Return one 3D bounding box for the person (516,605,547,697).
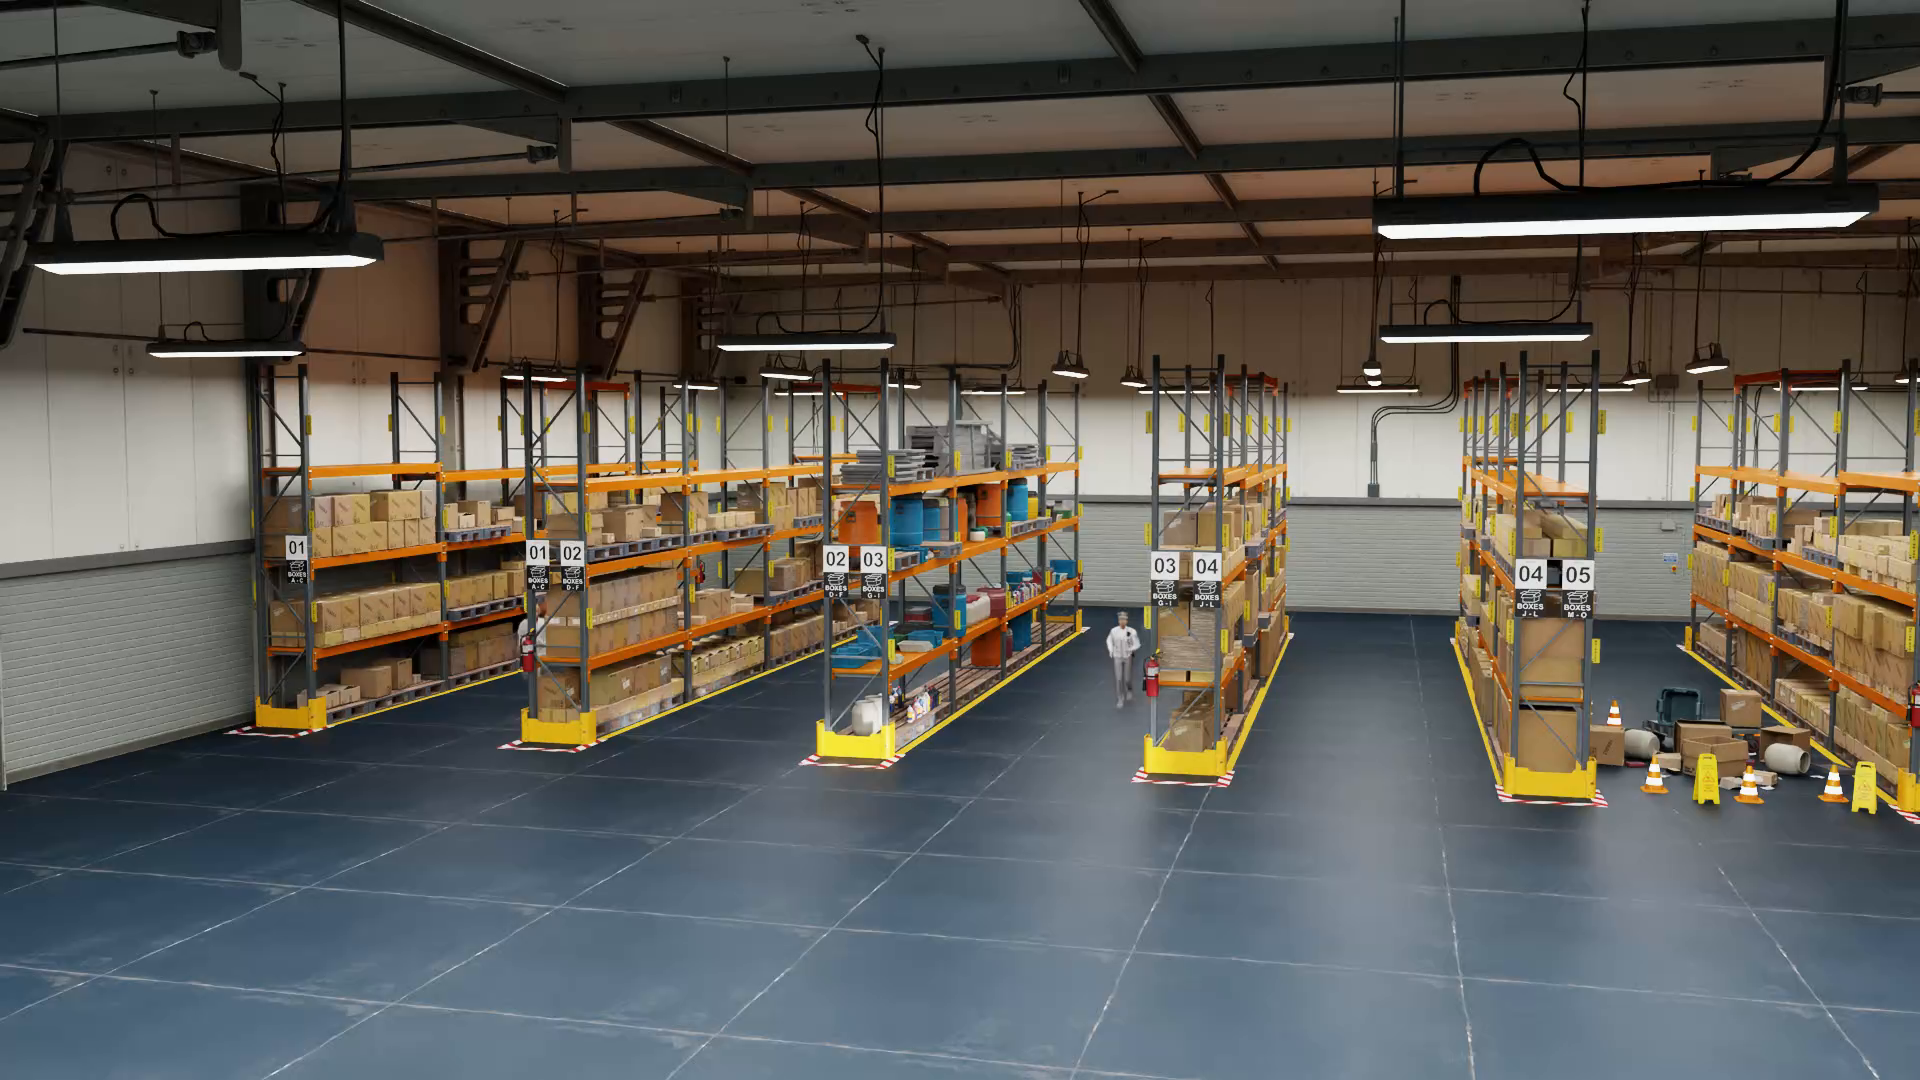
[{"bbox_3d":[-7.731,2.046,30.132,0.704,1.734,0.645,0,4,1],"label":"person"}]

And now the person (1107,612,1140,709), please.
[{"bbox_3d":[2.911,2.116,29.688,0.620,1.700,0.774,1,4,14],"label":"person"}]
